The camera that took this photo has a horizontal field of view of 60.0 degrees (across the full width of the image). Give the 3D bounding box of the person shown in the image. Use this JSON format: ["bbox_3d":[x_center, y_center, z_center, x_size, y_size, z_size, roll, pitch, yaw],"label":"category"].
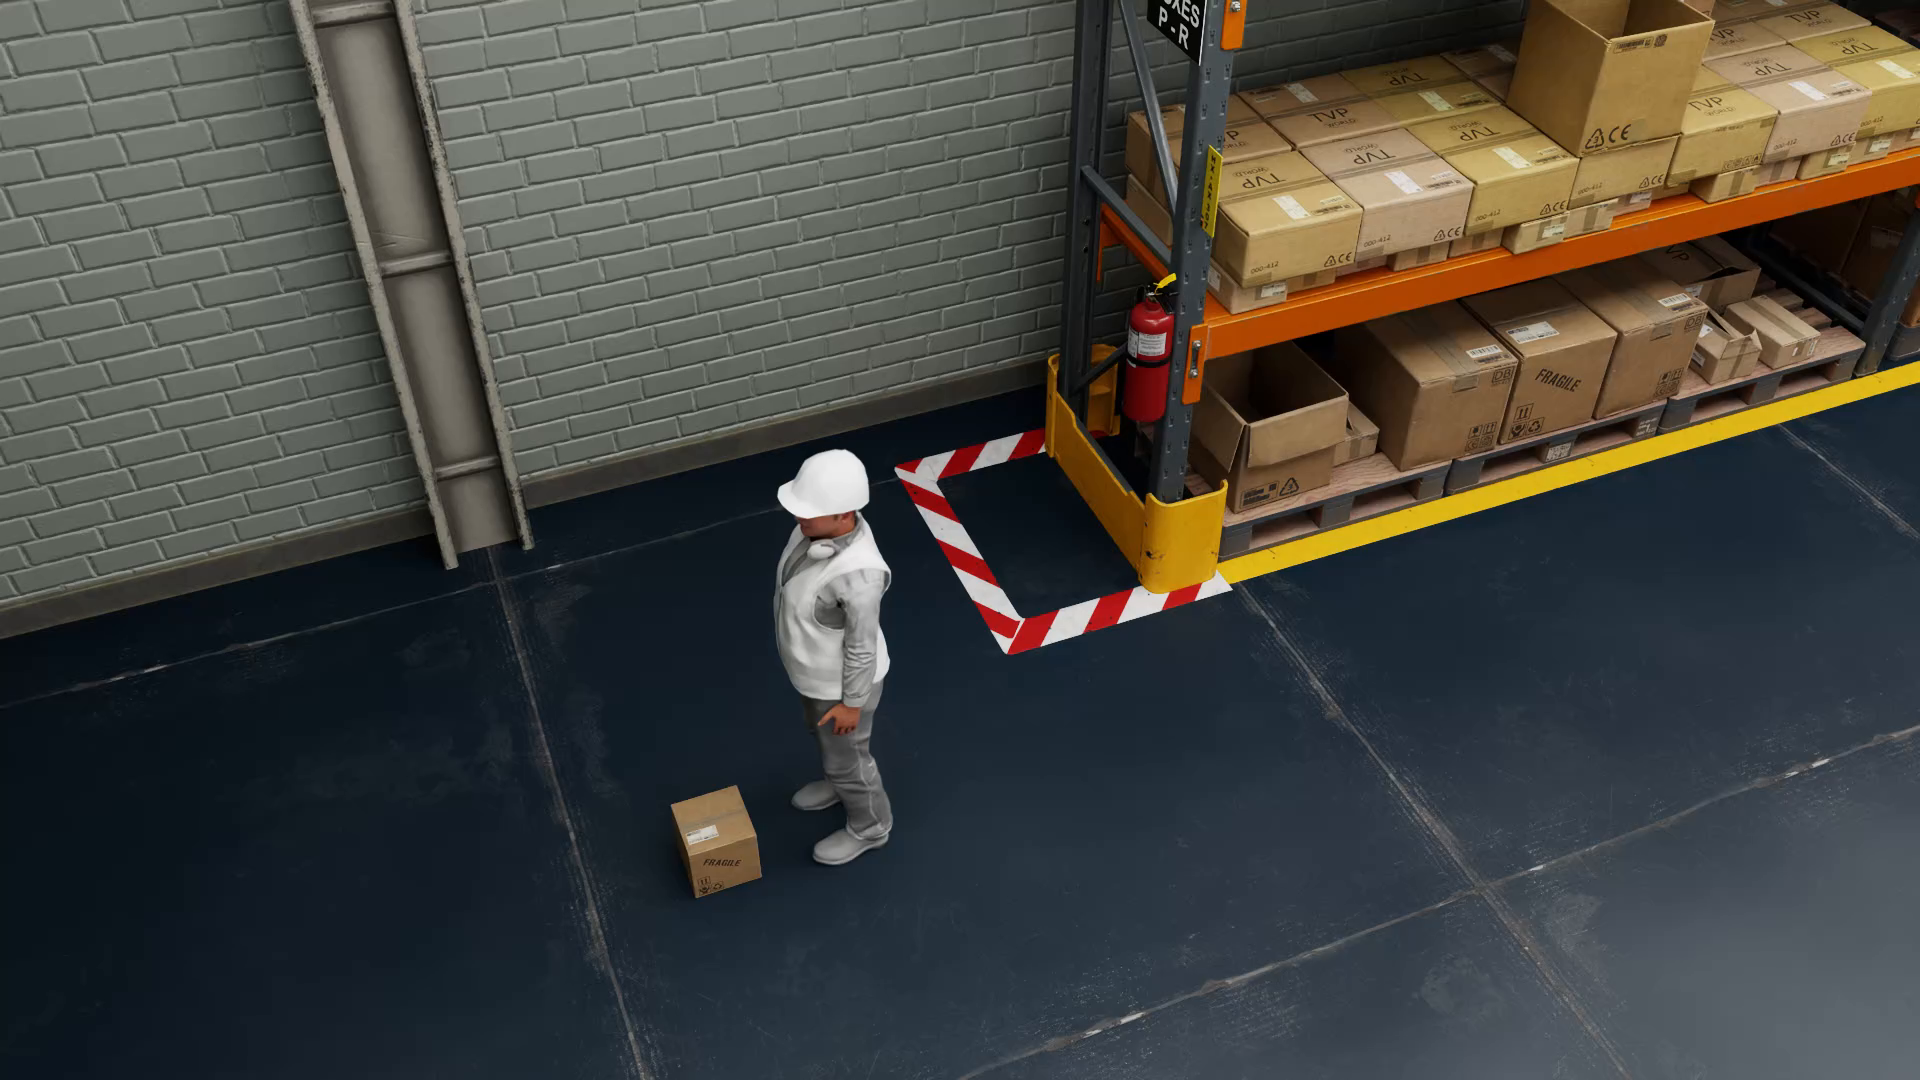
[{"bbox_3d":[-0.432,0.417,5.673,0.358,1.775,0.532,-14,43,-16],"label":"person"}]
